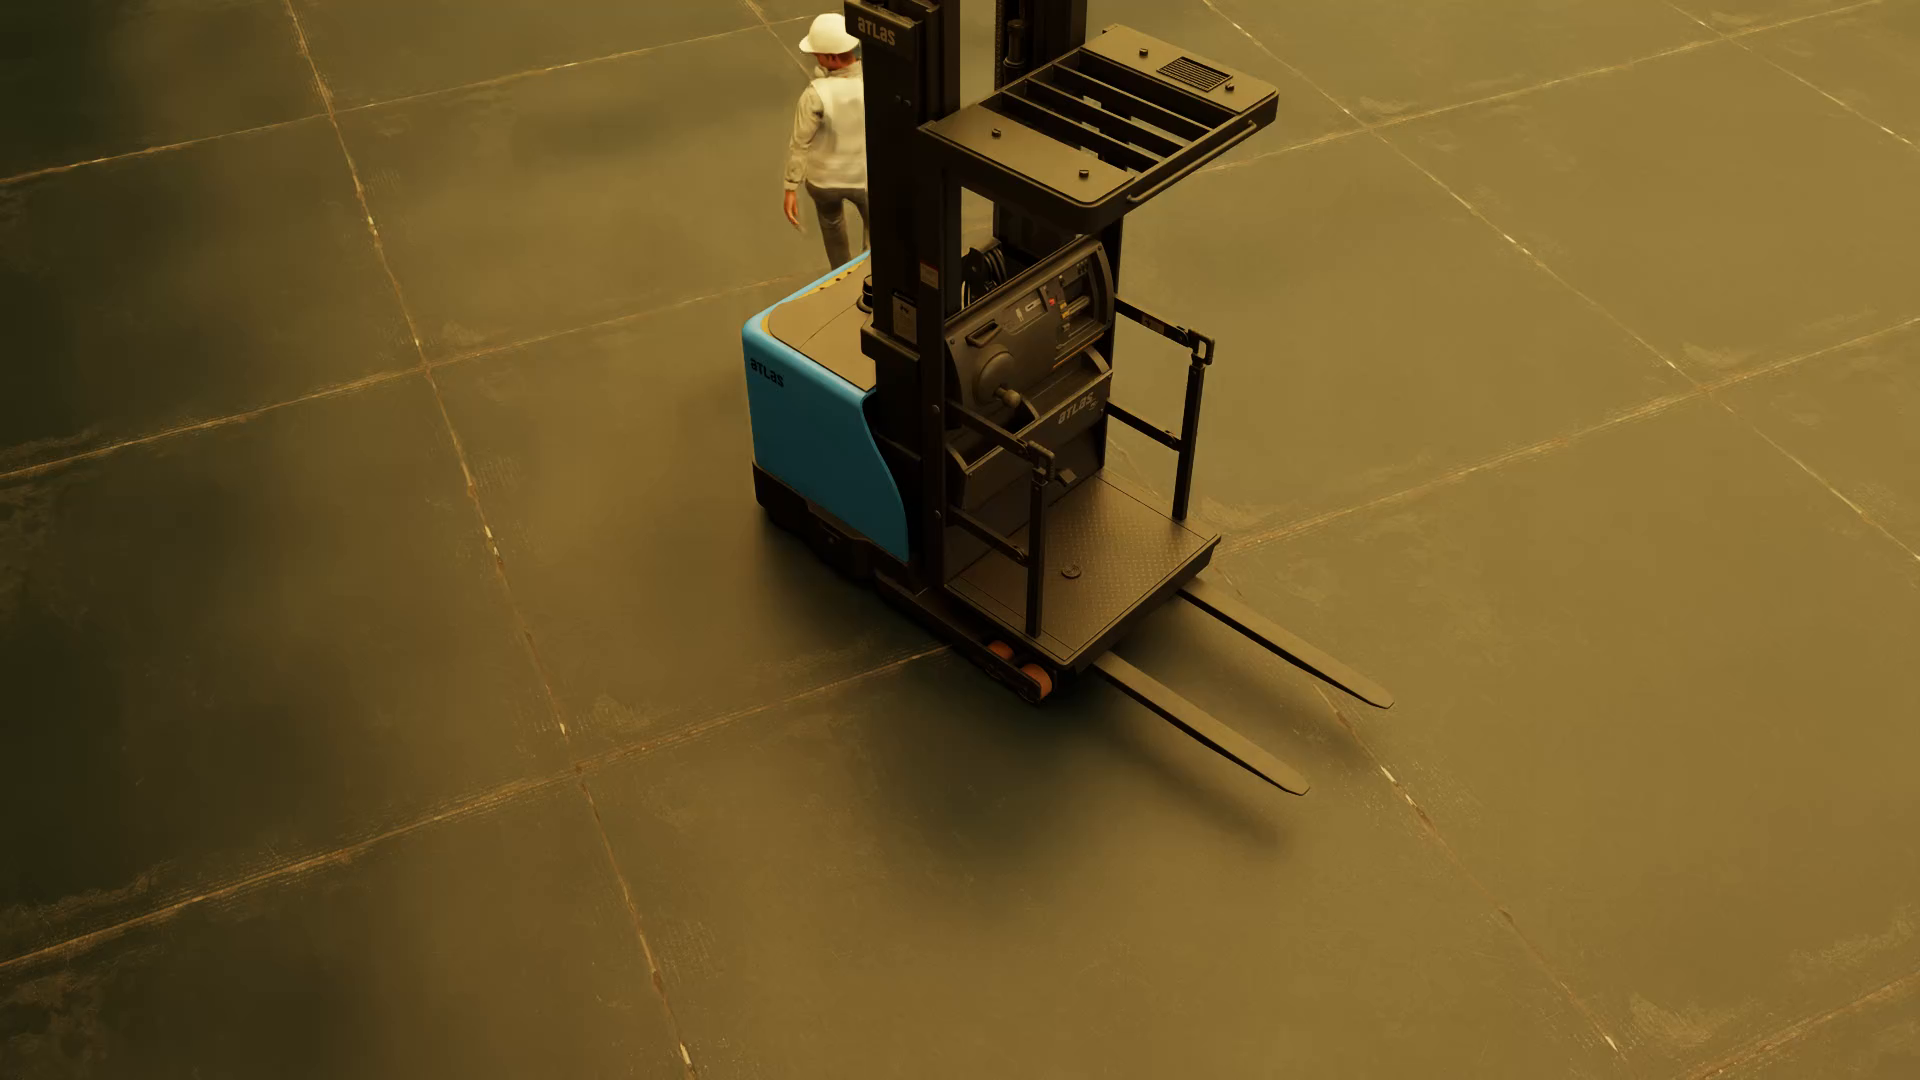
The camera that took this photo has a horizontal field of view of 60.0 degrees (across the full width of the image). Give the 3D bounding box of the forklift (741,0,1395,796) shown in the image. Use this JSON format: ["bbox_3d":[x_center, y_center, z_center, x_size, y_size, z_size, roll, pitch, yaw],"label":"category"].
[{"bbox_3d":[0.445,-0.788,6.525,3.031,2.935,1.130,32,52,30],"label":"forklift"}]

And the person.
[{"bbox_3d":[-0.618,-1.951,8.680,0.624,1.702,0.714,-4,43,-4],"label":"person"}]
